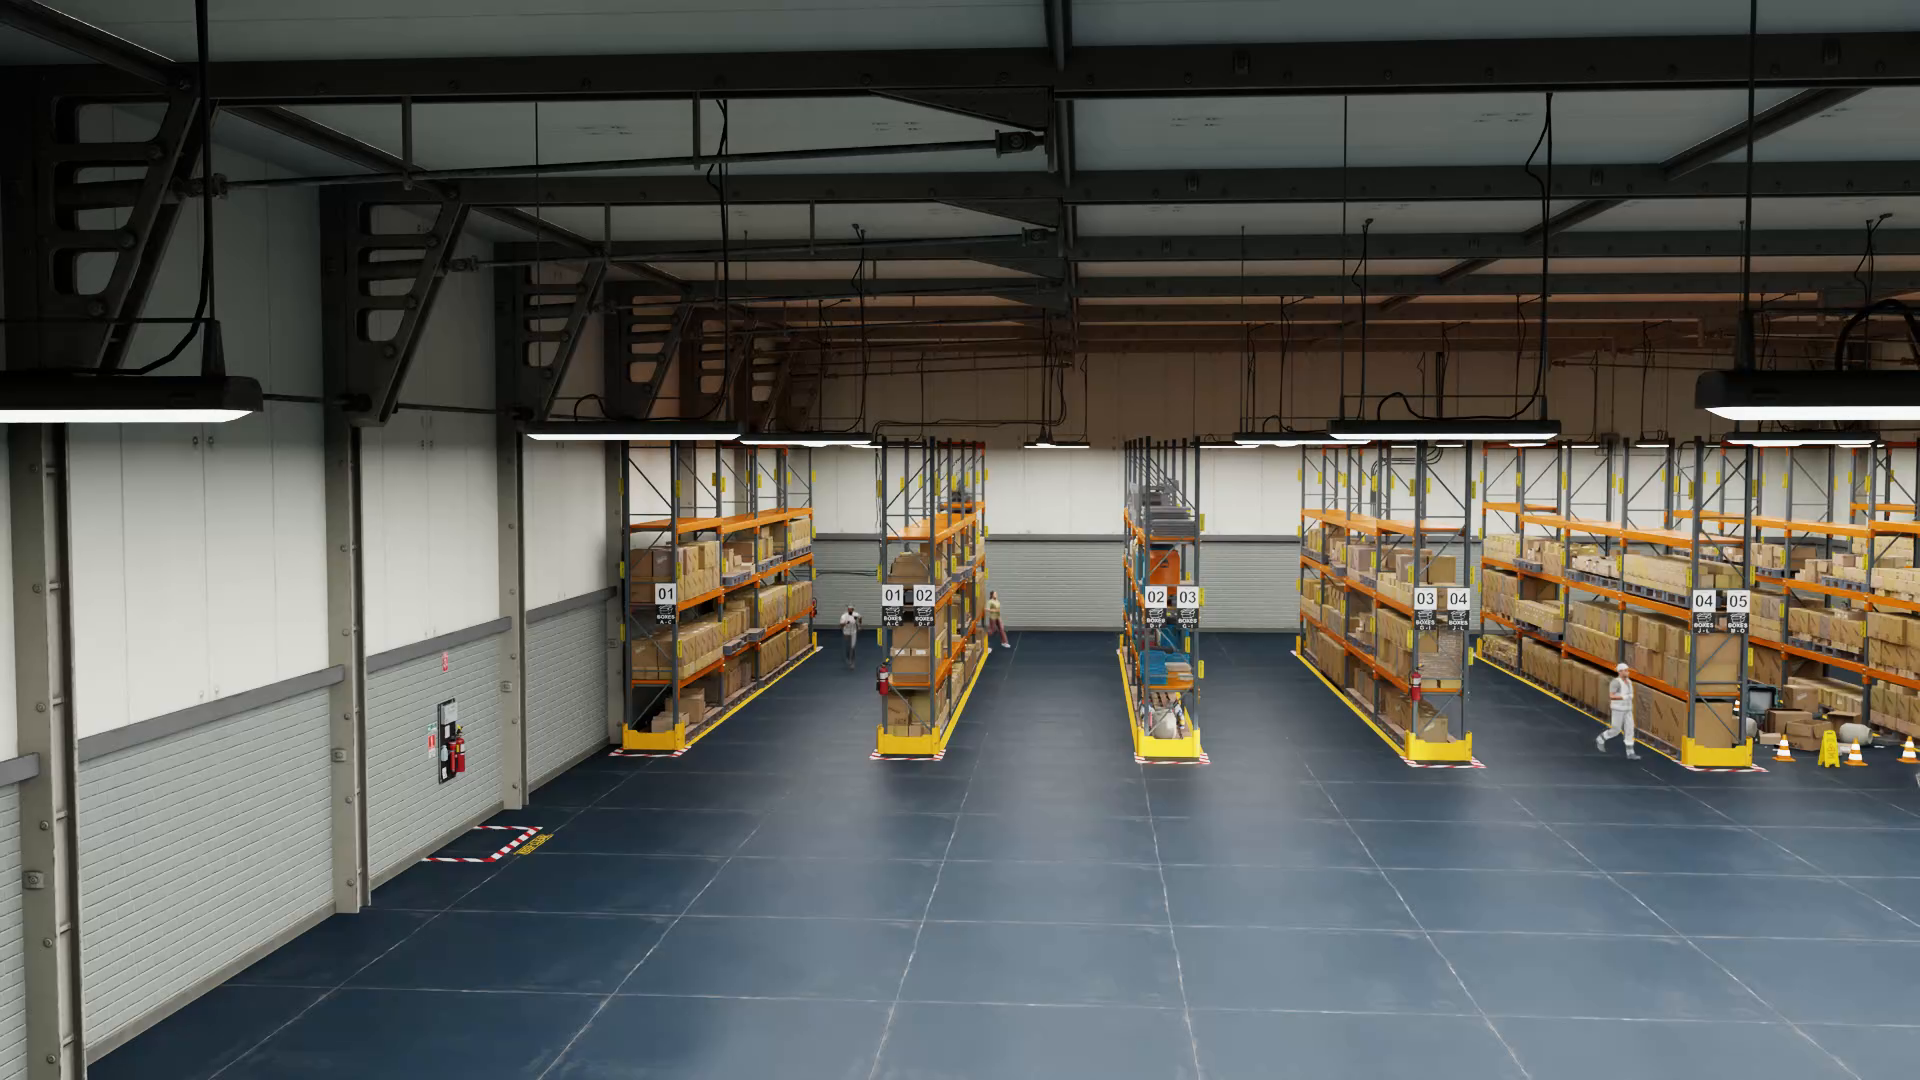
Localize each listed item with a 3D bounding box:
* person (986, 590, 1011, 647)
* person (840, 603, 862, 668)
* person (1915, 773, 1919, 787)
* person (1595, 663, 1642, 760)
[{"bbox_3d":[0.990,2.282,48.293,0.984,1.650,0.595,3,4,42],"label":"person"},{"bbox_3d":[-2.900,2.541,44.139,0.572,1.756,0.865,0,3,-3],"label":"person"},{"bbox_3d":[16.234,3.397,27.381,0.621,1.667,0.854,-2,4,-32],"label":"person"},{"bbox_3d":[12.245,3.160,30.859,0.670,1.775,0.951,-2,3,-29],"label":"person"}]
